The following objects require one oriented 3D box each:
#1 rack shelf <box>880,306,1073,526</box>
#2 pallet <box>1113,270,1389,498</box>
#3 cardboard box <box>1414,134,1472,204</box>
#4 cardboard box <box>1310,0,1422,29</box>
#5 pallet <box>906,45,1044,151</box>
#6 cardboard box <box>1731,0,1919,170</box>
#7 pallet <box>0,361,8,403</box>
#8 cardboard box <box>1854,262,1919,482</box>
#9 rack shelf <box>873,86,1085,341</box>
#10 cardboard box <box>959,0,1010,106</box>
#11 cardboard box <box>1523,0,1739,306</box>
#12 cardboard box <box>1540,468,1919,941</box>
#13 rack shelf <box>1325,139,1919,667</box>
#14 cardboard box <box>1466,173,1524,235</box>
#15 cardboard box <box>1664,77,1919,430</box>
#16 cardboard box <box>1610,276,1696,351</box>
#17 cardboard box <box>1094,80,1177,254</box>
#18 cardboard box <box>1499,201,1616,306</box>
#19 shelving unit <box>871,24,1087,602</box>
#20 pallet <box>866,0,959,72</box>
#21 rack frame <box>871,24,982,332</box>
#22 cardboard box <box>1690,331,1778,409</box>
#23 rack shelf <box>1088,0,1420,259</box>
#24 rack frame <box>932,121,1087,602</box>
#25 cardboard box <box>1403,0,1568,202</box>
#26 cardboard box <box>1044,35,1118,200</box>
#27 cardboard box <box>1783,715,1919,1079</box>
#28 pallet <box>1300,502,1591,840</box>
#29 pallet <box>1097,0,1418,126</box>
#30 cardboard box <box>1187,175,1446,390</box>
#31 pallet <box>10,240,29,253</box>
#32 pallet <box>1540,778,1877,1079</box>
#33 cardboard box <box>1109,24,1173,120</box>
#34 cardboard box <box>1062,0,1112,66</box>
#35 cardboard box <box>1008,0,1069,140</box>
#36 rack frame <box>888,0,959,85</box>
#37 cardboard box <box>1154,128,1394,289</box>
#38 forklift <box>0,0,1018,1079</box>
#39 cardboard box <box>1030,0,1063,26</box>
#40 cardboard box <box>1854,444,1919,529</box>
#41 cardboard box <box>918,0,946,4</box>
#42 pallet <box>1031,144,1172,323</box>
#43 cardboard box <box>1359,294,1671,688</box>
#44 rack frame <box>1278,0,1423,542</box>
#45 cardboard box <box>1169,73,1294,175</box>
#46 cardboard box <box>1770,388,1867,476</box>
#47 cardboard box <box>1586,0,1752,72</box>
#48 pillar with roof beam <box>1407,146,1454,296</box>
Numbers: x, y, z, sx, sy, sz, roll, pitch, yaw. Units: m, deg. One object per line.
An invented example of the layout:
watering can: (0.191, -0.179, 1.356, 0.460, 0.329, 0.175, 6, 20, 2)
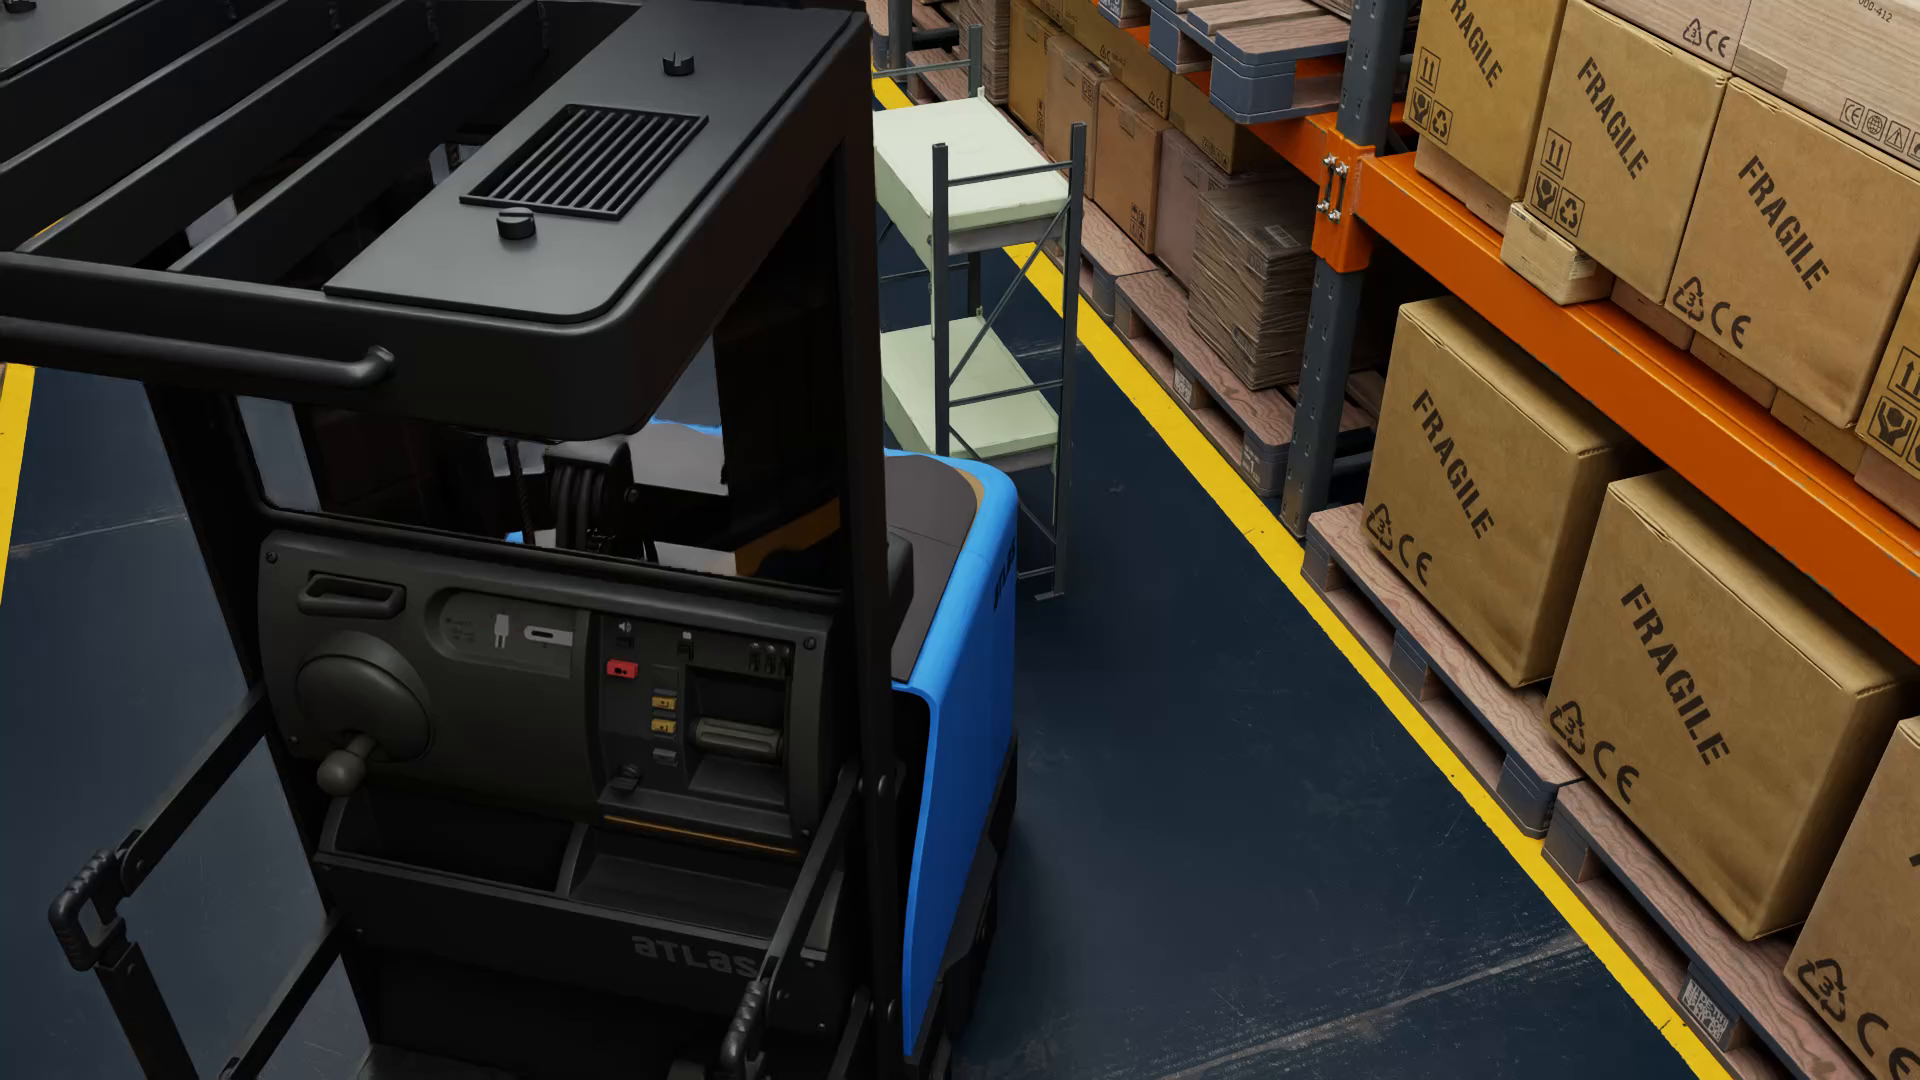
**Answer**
rack shelf: (-0.002, -0.342, 5.000, 0.431, 0.370, 0.720, -12, 39, -16)
pallet: (1.246, -0.660, 5.950, 1.003, 0.211, 1.213, -12, 39, -16)
cardboard box: (1.409, -1.005, 4.284, 0.380, 0.149, 0.250, -13, 39, -17)
cardboard box: (1.342, -1.811, 4.712, 0.700, 0.500, 0.500, -17, 40, -21)
pallet: (0.406, -2.038, 7.780, 1.003, 0.211, 1.213, -12, 39, -16)
cardboard box: (1.789, -0.903, 2.985, 0.500, 0.250, 0.500, -12, 39, -16)
pallet: (-3.799, -0.351, 5.541, 1.003, 0.211, 1.213, -12, 39, -16)
cardboard box: (1.968, -0.300, 2.808, 0.500, 0.500, 0.500, -11, 38, -15)
rack shelf: (-0.002, -0.915, 4.569, 0.431, 0.370, 0.720, -12, 39, -16)
cardboard box: (0.406, -2.356, 7.597, 0.700, 0.500, 0.500, -11, 38, -14)
cardboard box: (1.612, -0.873, 3.569, 0.500, 0.500, 0.500, -11, 38, -14)
cardboard box: (1.939, 0.298, 3.799, 0.750, 0.750, 0.750, -13, 39, -16)
rack shelf: (2.201, 0.086, 3.241, 1.077, 0.370, 4.000, -12, 39, -16)
cardboard box: (1.488, -0.861, 4.092, 0.380, 0.149, 0.250, -12, 39, -15)
cardboard box: (1.781, -0.593, 3.197, 0.500, 0.500, 0.500, -13, 39, -16)
cardboard box: (1.702, -0.577, 3.715, 0.380, 0.149, 0.250, -13, 39, -16)
cardboard box: (0.951, -1.495, 6.453, 0.700, 0.500, 0.500, -13, 39, -16)
cardboard box: (1.500, -0.693, 3.870, 0.380, 0.149, 0.250, -11, 38, -15)
shelving unit: (-0.002, -0.603, 4.804, 0.431, 1.500, 0.755, -12, 39, -16)
pallet: (-0.128, -2.849, 8.858, 1.003, 0.211, 1.213, -12, 39, -16)
rack frame: (-0.128, -0.810, 5.078, 0.400, 1.500, 0.023, -12, 39, -16)
cardboard box: (1.799, -0.432, 3.523, 0.380, 0.149, 0.250, -12, 39, -15)
rack shelf: (0.825, -2.174, 6.241, 1.077, 0.370, 4.000, -12, 39, -16)
rack frame: (0.124, -0.396, 4.529, 0.400, 1.500, 0.023, -12, 39, -16)
cardboard box: (1.440, -1.171, 3.964, 0.500, 0.500, 0.500, -11, 38, -15)
cardboard box: (0.768, -1.778, 6.829, 0.700, 0.500, 0.500, -12, 39, -15)
cardboard box: (2.235, 0.777, 3.163, 0.750, 0.750, 0.750, -11, 38, -15)
pallet: (1.714, 0.243, 4.752, 1.003, 0.211, 1.213, -12, 39, -16)
pallet: (1.168, -1.635, 5.088, 1.213, 0.211, 1.003, -12, 39, -16)
cardboard box: (1.216, -0.905, 5.670, 0.700, 0.500, 0.500, -12, 39, -15)
pallet: (-4.223, -1.042, 6.457, 1.003, 0.211, 1.213, -12, 39, -16)
pallet: (2.130, 0.931, 3.838, 1.003, 0.211, 1.213, -12, 39, -16)
cardboard box: (0.897, -1.829, 6.273, 0.500, 0.250, 0.500, -13, 39, -16)
cardboard box: (0.743, -2.114, 6.653, 0.500, 0.250, 0.500, -14, 39, -17)
cardboard box: (0.631, -2.075, 7.223, 0.700, 0.500, 0.500, -13, 39, -17)
rack frame: (0.137, -3.591, 7.525, 1.000, 3.000, 0.127, -12, 39, -16)
cardboard box: (1.148, -1.220, 6.088, 0.700, 0.500, 0.500, -13, 39, -16)
forklift: (-0.702, 0.312, 2.400, 1.130, 2.935, 3.031, 8, 38, 11)
cardboard box: (0.560, -2.408, 7.042, 0.500, 0.250, 0.500, -13, 39, -17)
cardboard box: (1.947, -0.141, 3.136, 0.380, 0.149, 0.250, -12, 39, -16)
cardboard box: (-0.076, -2.931, 8.638, 0.380, 0.166, 0.250, -18, 40, -22)
pallet: (0.830, -1.348, 6.864, 1.003, 0.211, 1.213, -12, 39, -16)
cardboard box: (1.643, -0.198, 4.458, 0.750, 0.750, 0.750, -13, 39, -17)
rack frame: (1.513, -1.332, 4.525, 1.000, 3.000, 0.127, -12, 39, -16)
cardboard box: (1.079, -1.539, 5.889, 0.500, 0.250, 0.500, -12, 39, -15)
cardboard box: (1.878, -0.284, 3.326, 0.380, 0.149, 0.250, -12, 39, -15)
cardboard box: (1.613, -1.185, 3.359, 0.500, 0.250, 0.500, -13, 39, -17)
pillar with roof beam: (-2.164, -3.750, 2.749, 9.100, 9.000, 0.400, -12, 39, -16)
